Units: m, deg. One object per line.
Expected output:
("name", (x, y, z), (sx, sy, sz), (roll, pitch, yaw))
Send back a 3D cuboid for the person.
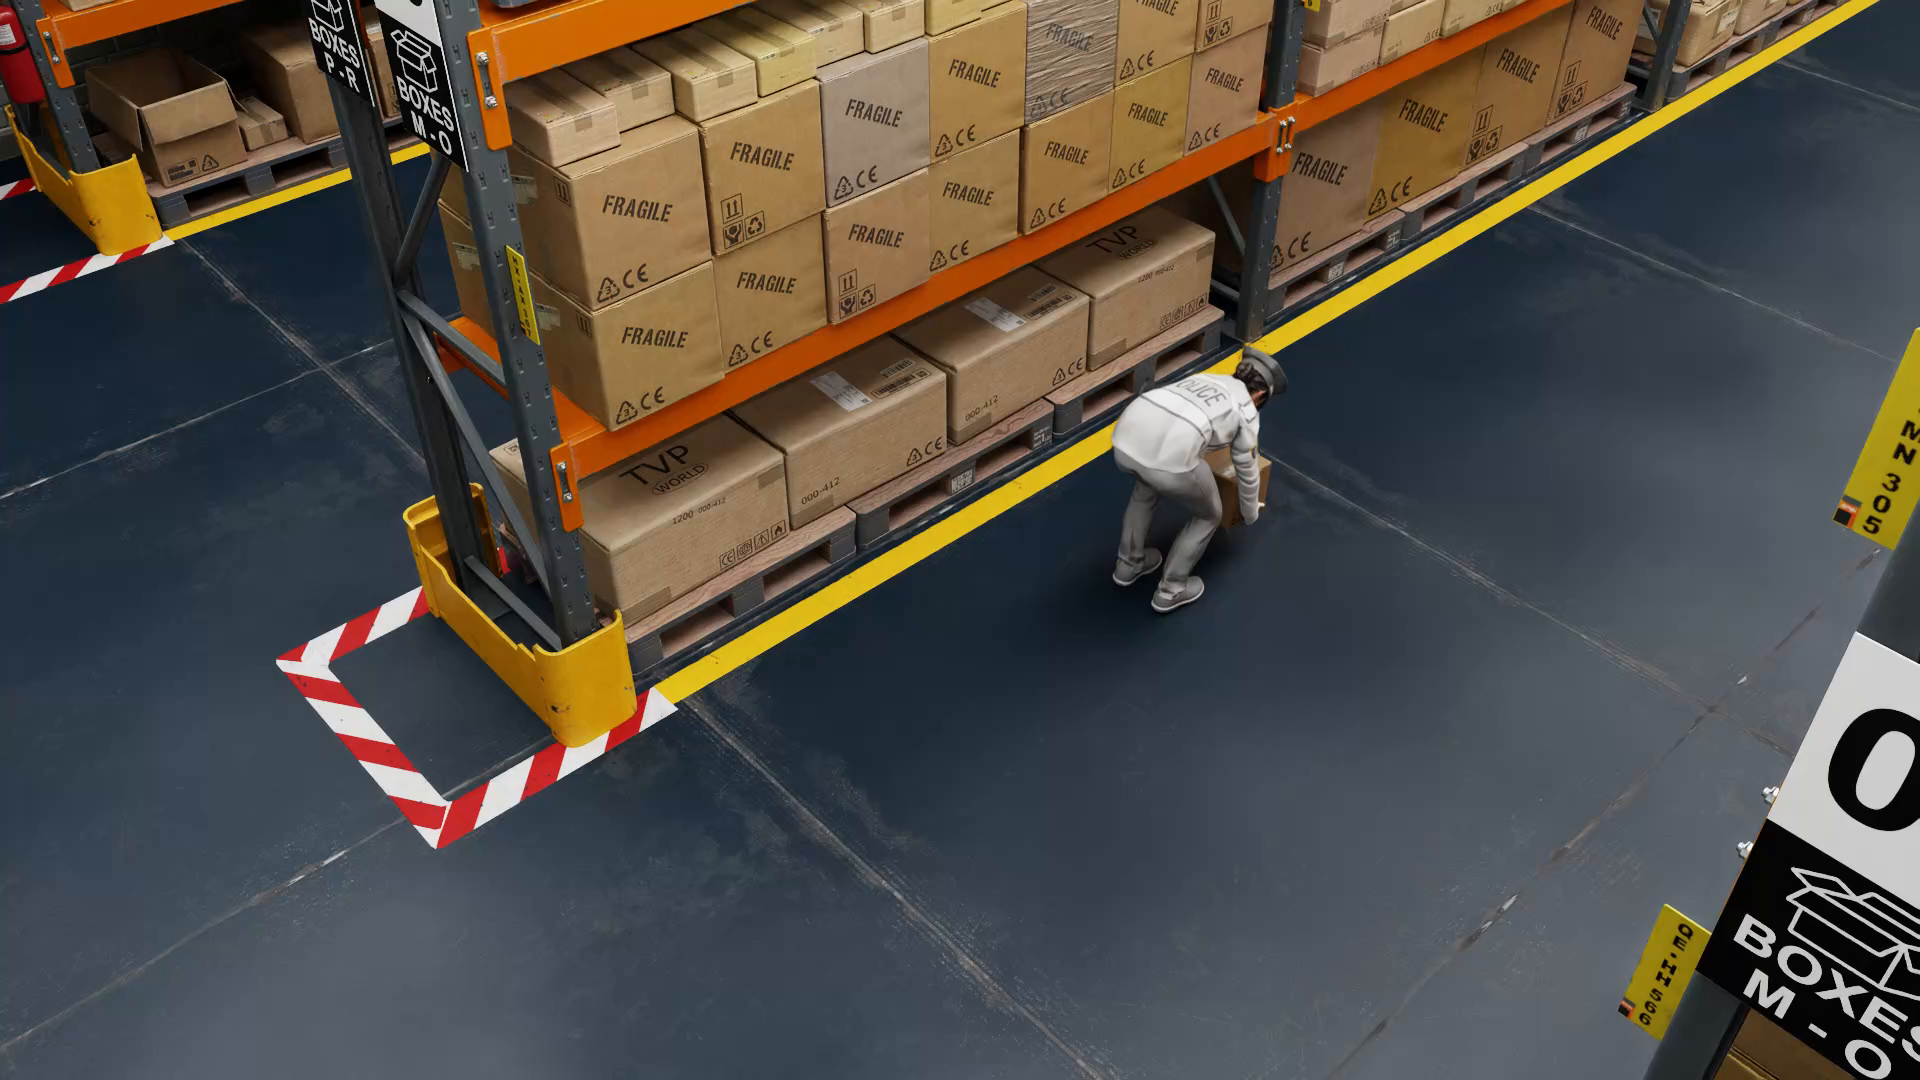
("person", (0.997, -0.275, 6.997), (0.917, 1.005, 0.433), (-33, 50, -33))
